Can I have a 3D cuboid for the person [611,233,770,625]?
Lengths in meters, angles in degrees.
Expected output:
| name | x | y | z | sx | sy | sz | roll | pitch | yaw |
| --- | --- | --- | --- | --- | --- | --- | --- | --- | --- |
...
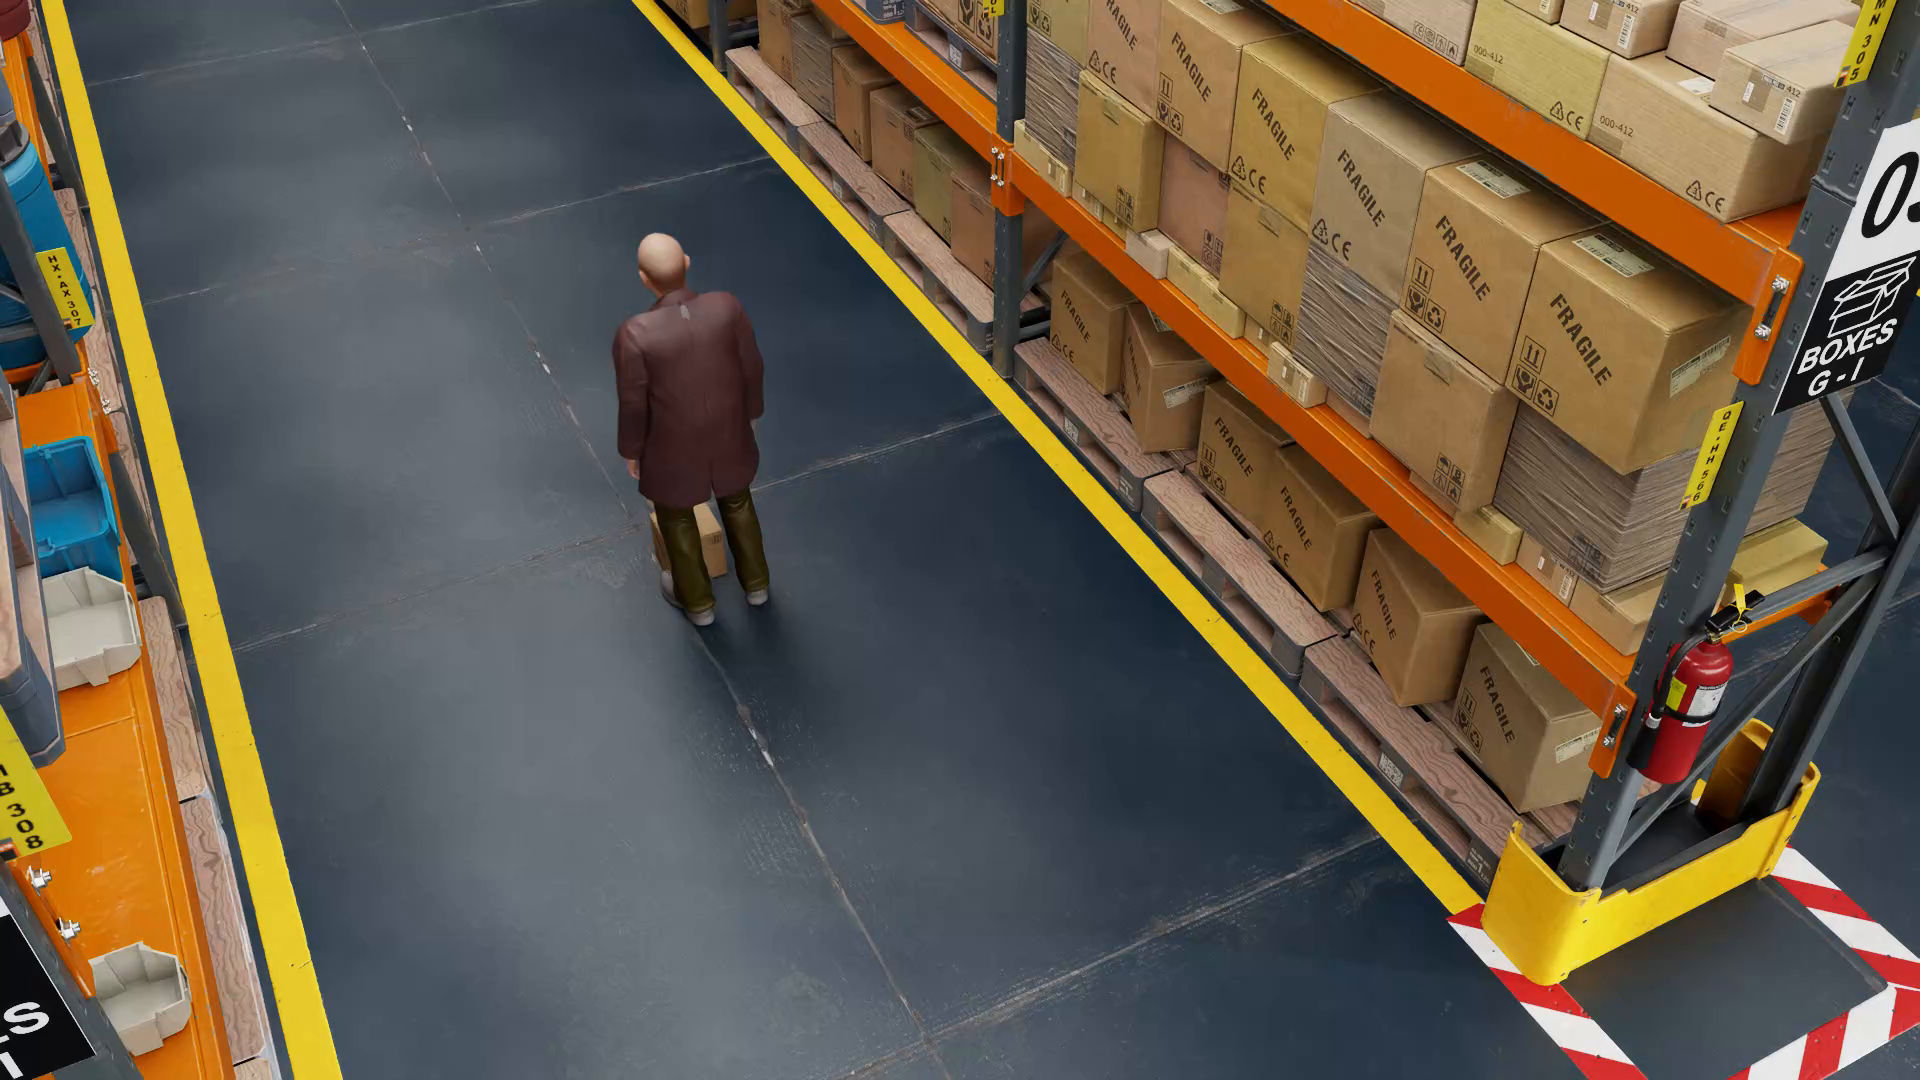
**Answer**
| name | x | y | z | sx | sy | sz | roll | pitch | yaw |
| --- | --- | --- | --- | --- | --- | --- | --- | --- | --- |
| person | -1.069 | -0.422 | 6.661 | 0.625 | 1.773 | 0.427 | -20 | 45 | -22 |
